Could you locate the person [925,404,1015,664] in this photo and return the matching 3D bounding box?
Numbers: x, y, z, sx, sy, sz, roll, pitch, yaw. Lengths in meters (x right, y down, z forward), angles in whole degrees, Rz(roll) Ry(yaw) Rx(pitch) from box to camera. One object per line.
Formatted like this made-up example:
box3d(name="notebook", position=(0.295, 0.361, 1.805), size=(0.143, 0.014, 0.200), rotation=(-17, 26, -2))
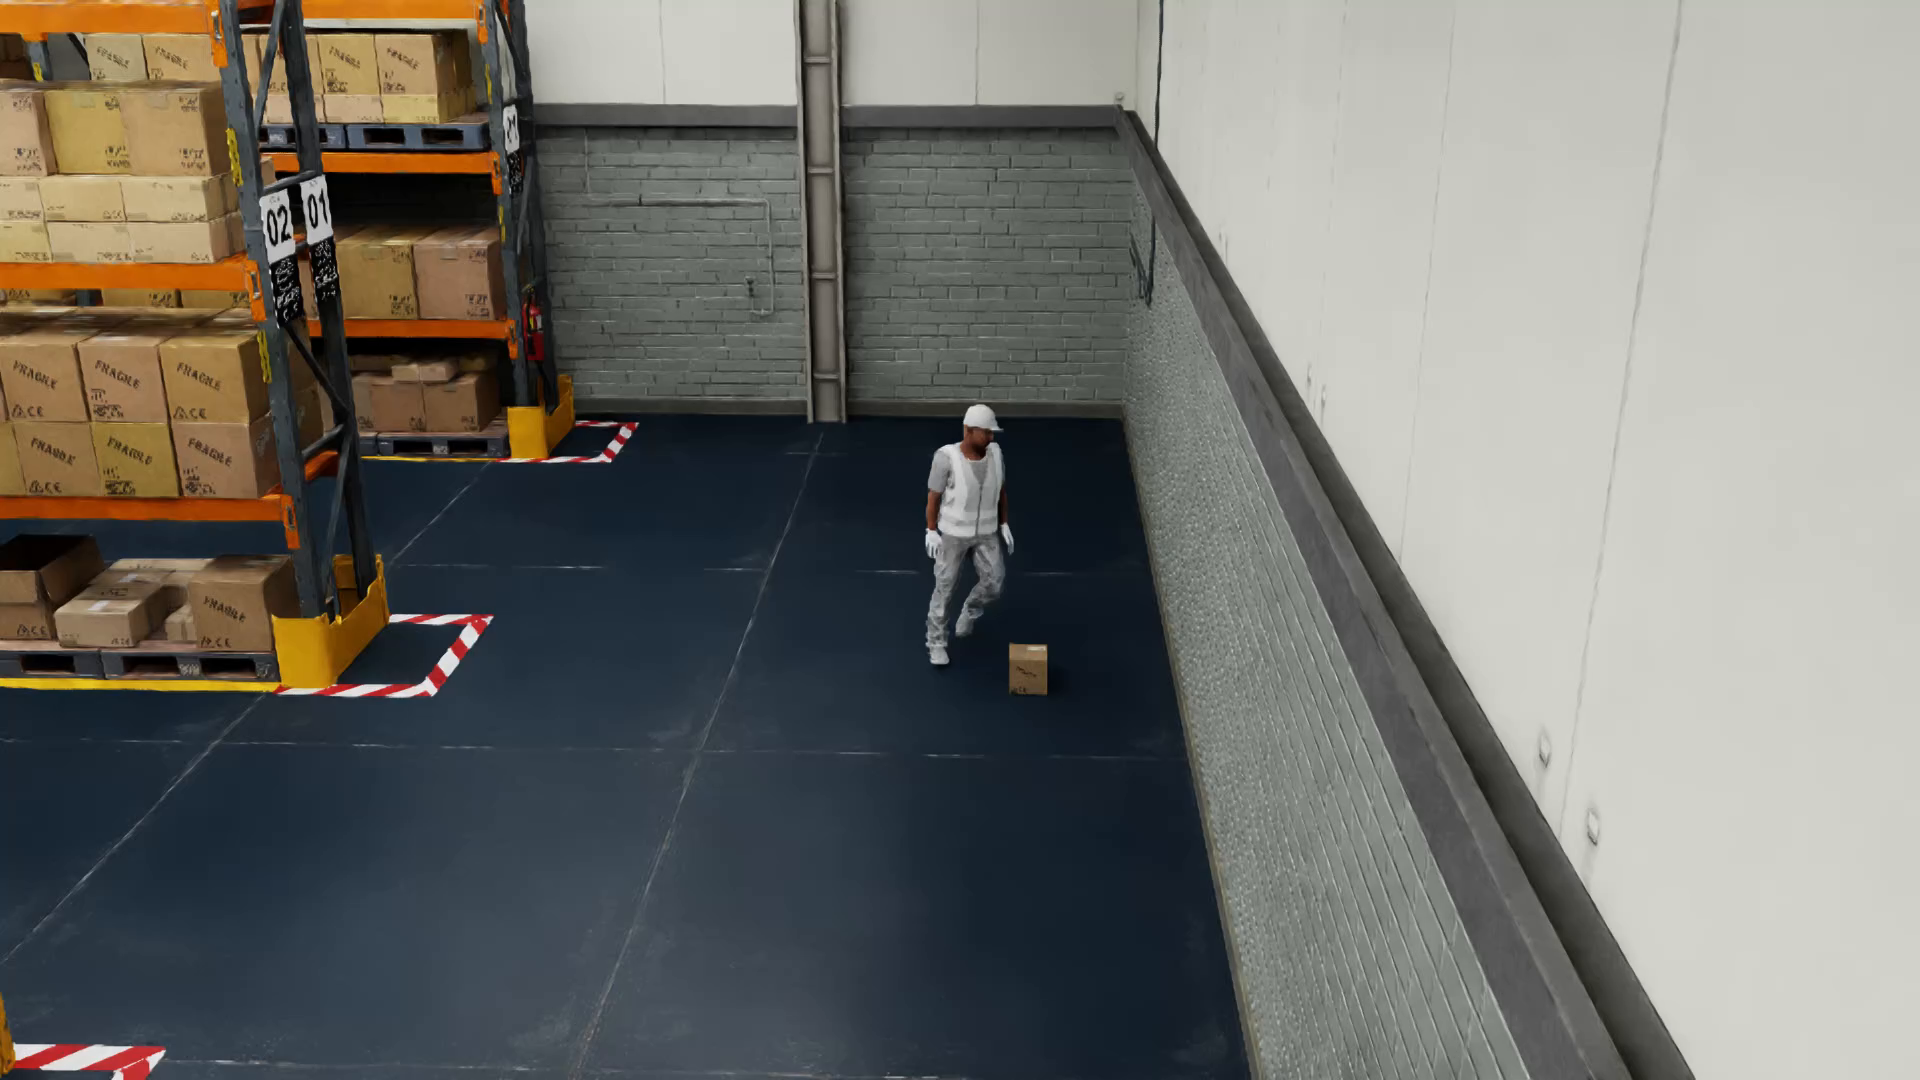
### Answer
box3d(name="person", position=(0.026, -0.066, 11.215), size=(0.631, 1.769, 0.518), rotation=(-9, 22, -22))
